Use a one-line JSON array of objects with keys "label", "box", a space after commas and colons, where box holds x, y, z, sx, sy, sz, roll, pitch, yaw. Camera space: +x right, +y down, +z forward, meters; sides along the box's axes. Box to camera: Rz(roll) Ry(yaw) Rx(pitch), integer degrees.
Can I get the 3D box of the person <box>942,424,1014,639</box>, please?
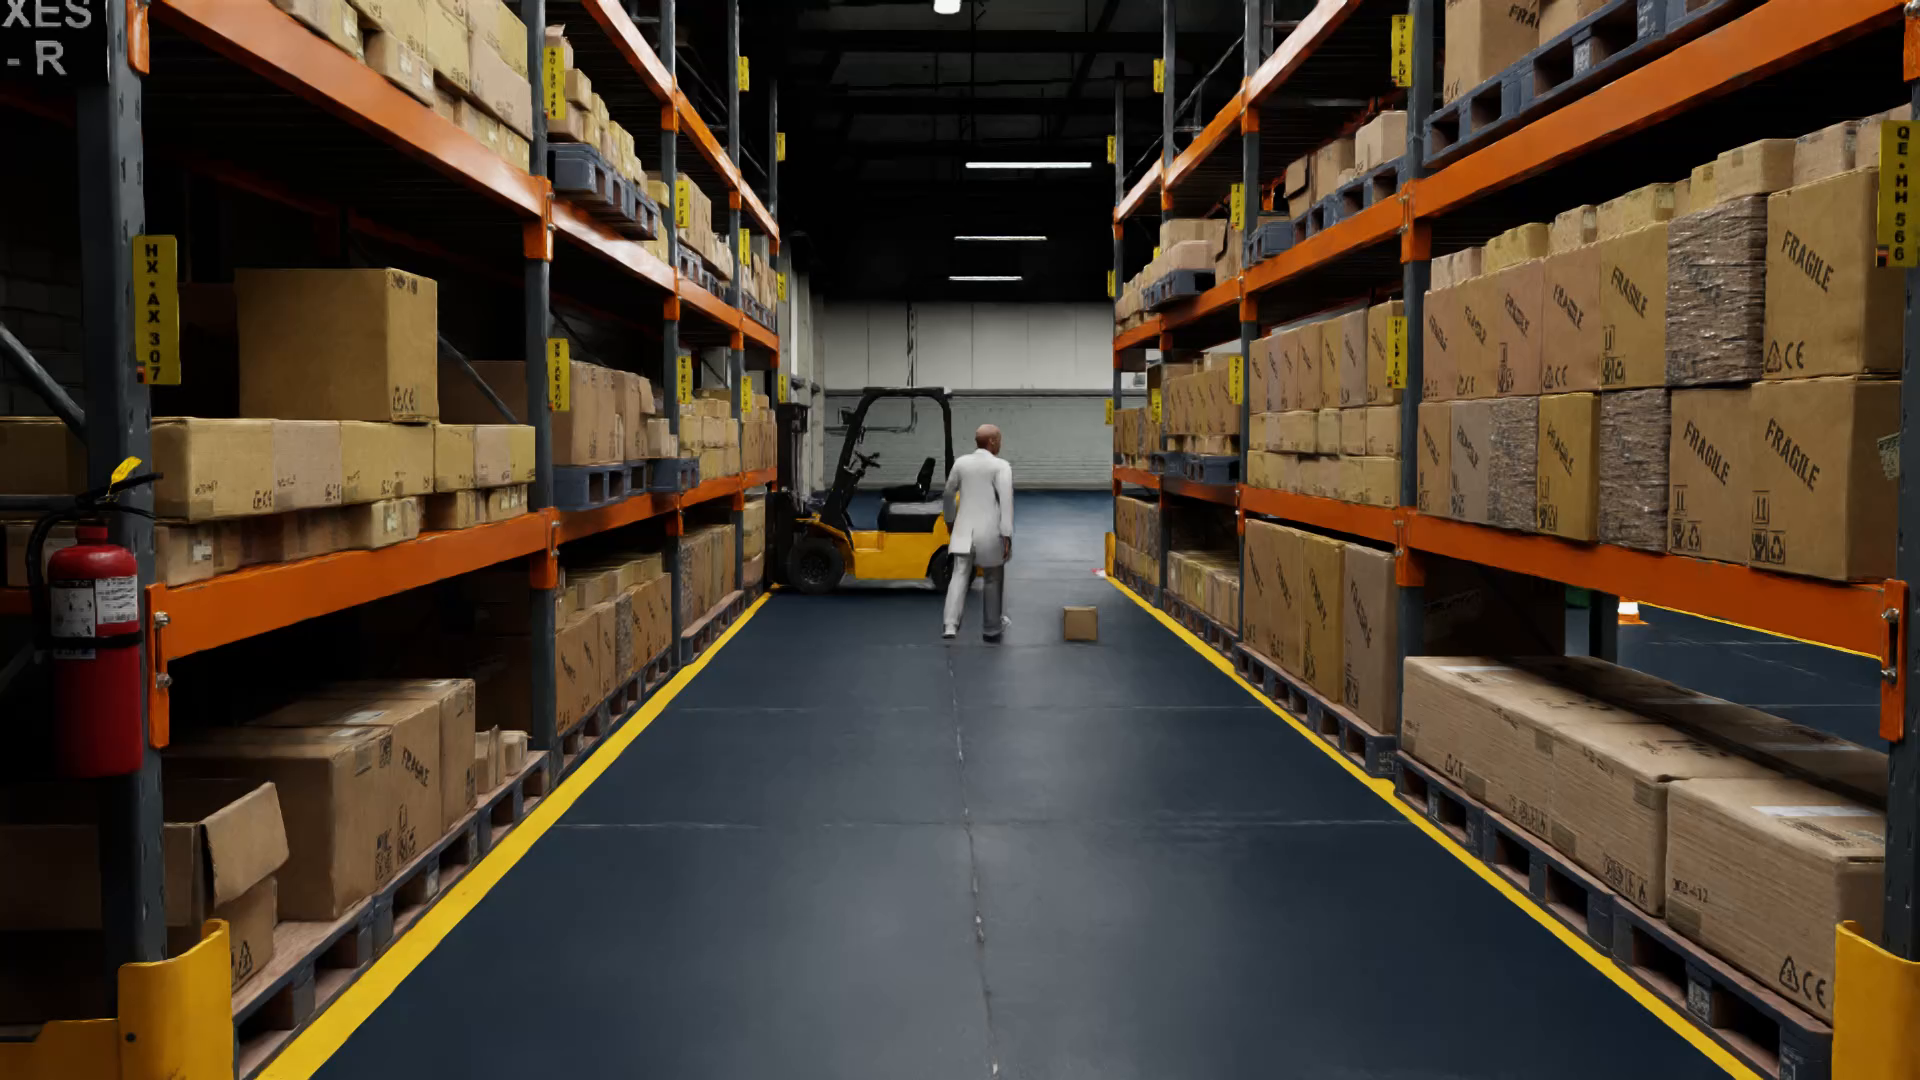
[{"label": "person", "box": [0.149, -0.070, 13.441, 0.732, 1.734, 1.074, 1, 4, 22]}]
